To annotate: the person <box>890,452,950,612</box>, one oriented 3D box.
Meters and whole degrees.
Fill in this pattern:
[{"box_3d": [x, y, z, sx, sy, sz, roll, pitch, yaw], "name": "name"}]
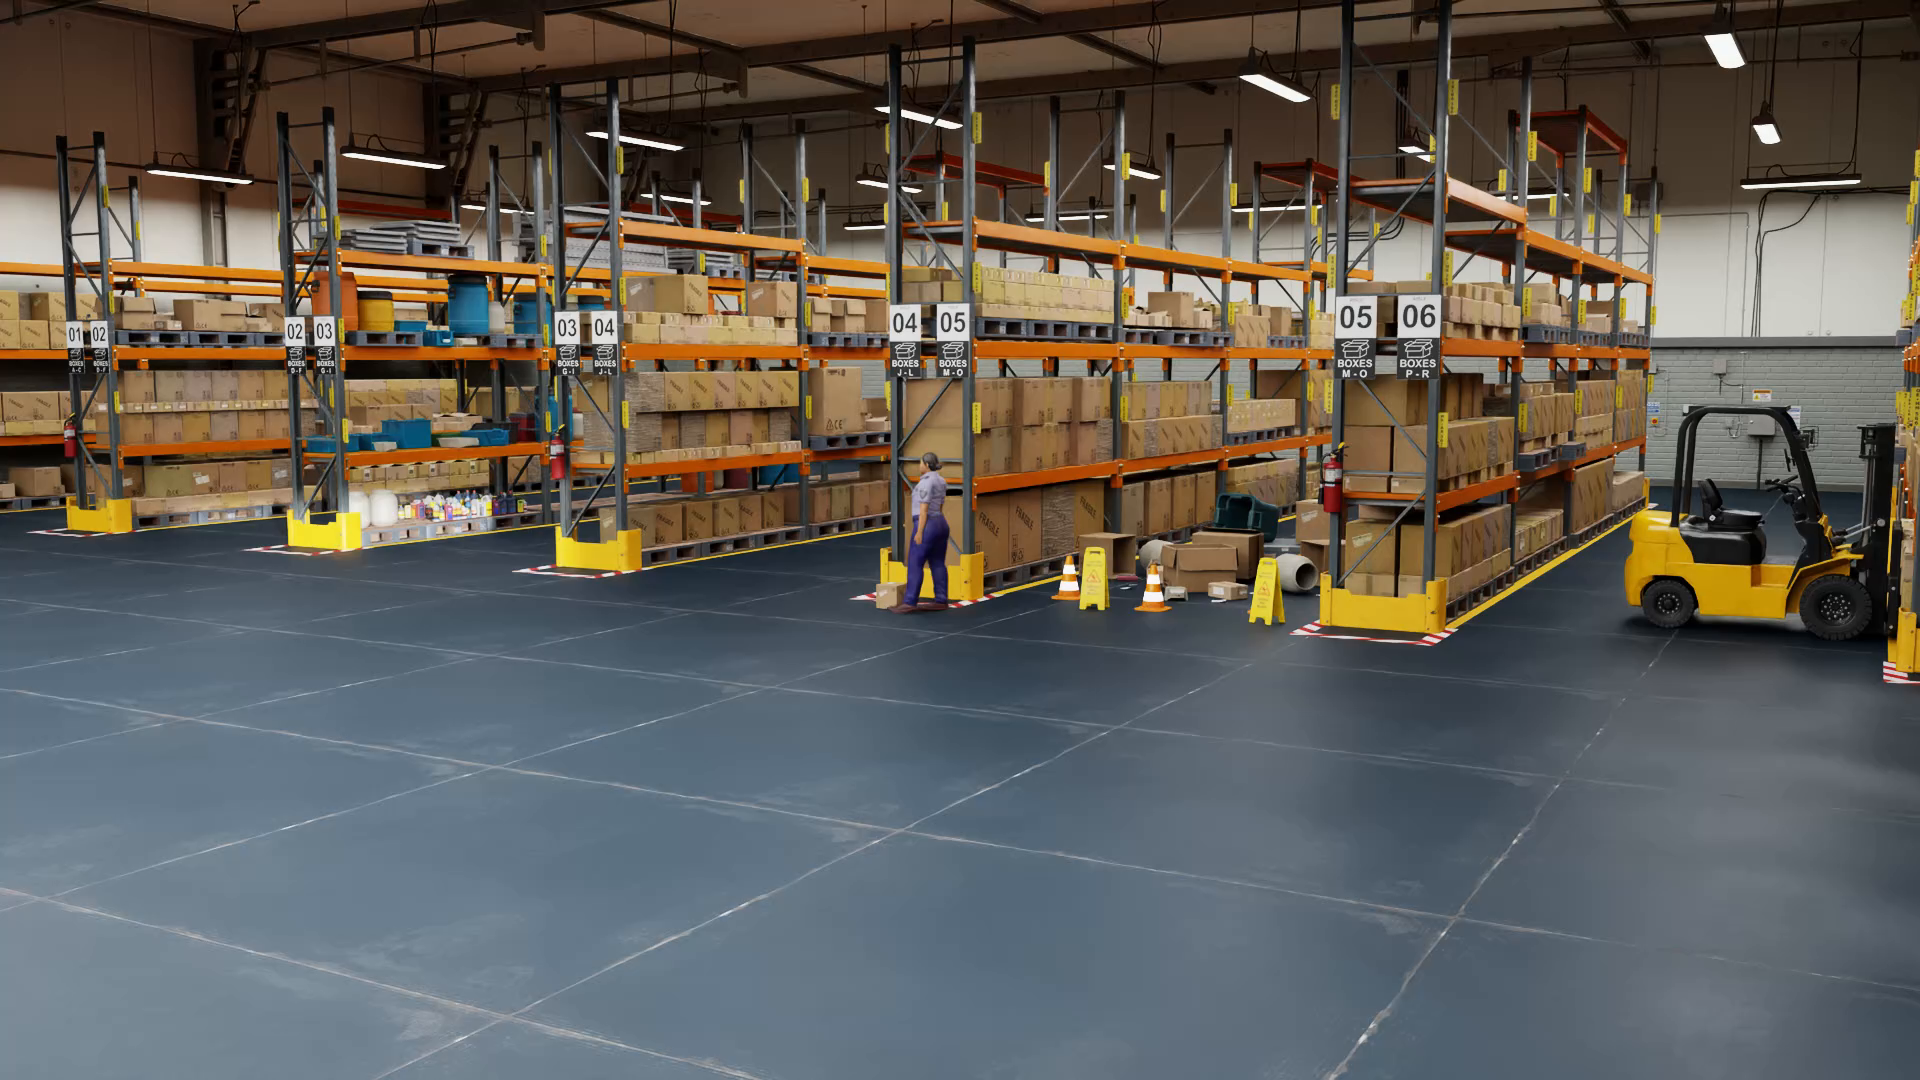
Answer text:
[{"box_3d": [-0.401, -0.088, 17.192, 0.530, 1.648, 0.504, 3, 7, 27], "name": "person"}]
